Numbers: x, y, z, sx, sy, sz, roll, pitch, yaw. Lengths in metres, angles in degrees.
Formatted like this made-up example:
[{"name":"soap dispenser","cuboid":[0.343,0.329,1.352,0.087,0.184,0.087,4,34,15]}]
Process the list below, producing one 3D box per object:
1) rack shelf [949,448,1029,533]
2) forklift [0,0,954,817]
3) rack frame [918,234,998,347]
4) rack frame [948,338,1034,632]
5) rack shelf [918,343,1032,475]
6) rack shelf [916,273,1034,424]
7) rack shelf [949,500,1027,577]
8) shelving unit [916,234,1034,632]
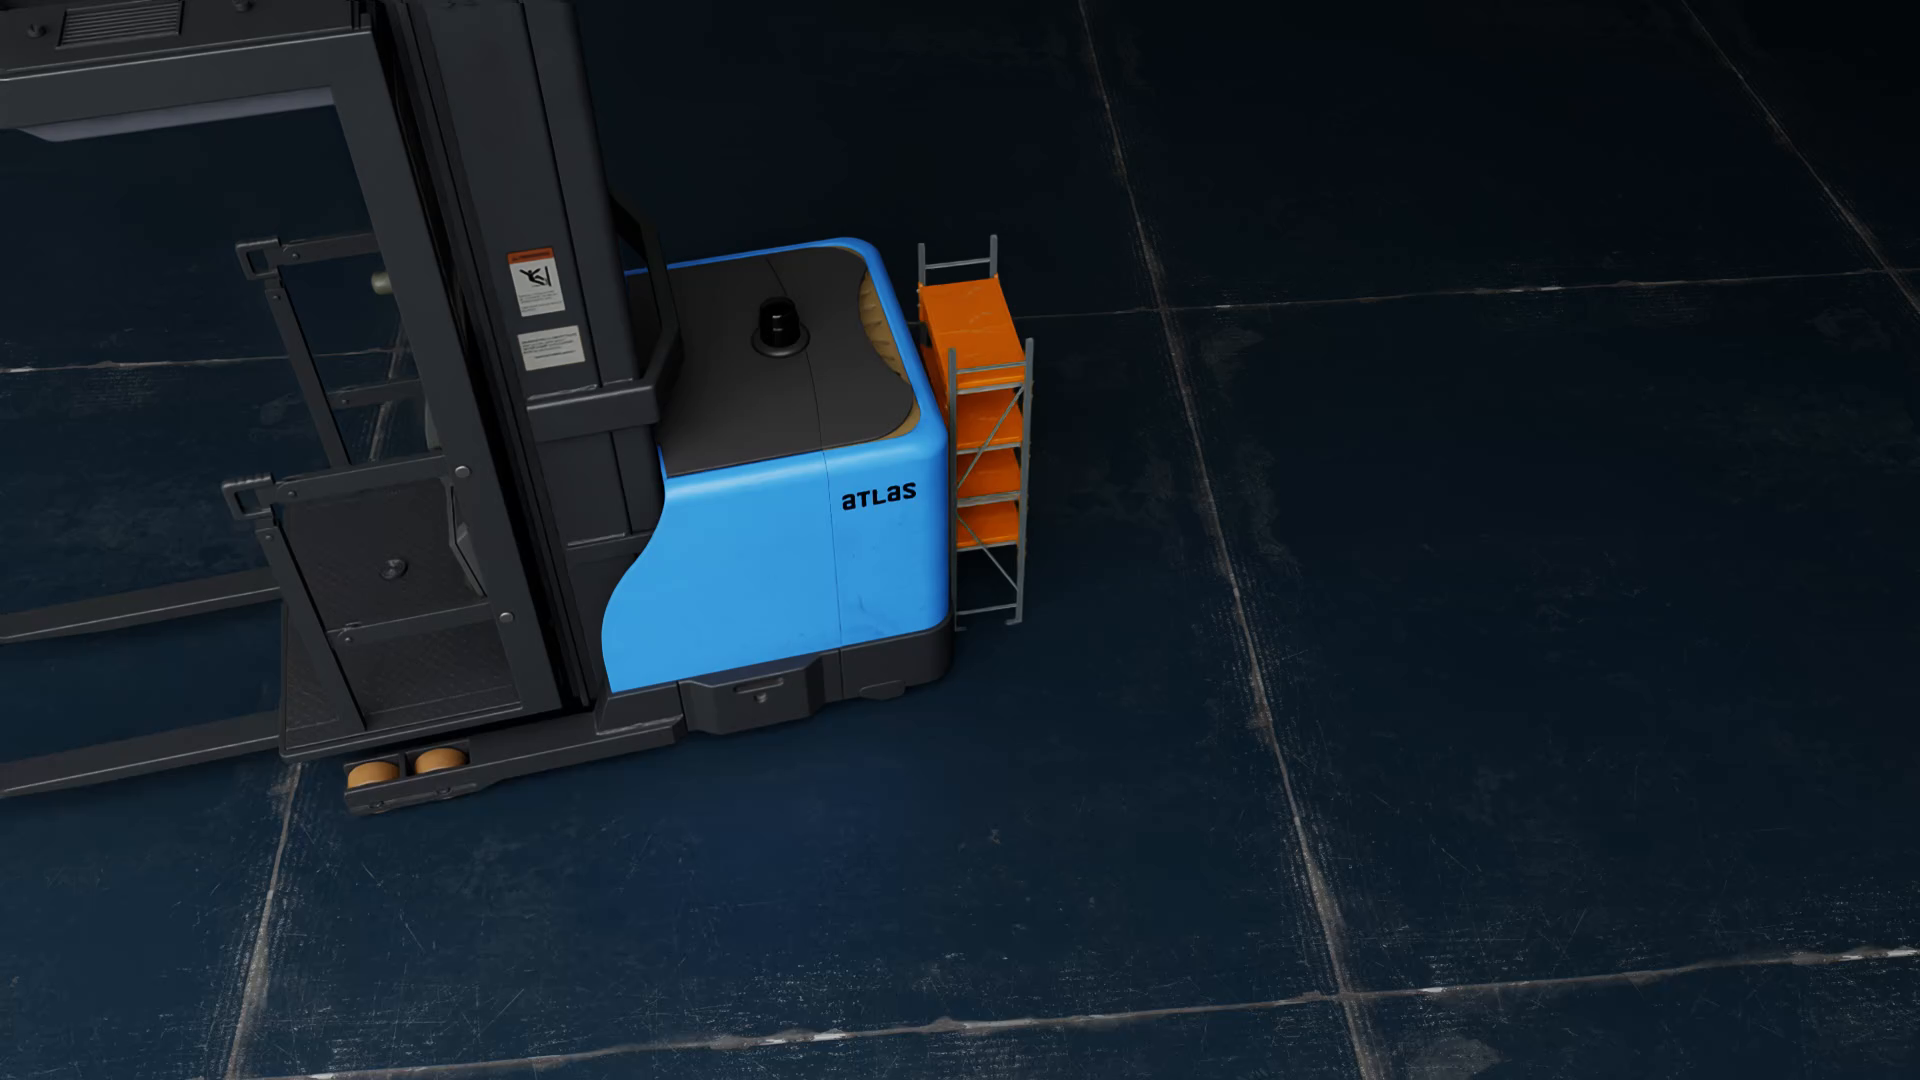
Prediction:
[{"name":"rack shelf","cuboid":[0.040,-0.257,5.260,0.258,0.148,0.480,-8,47,-8]},{"name":"forklift","cuboid":[-1.594,-0.618,4.316,3.031,2.935,1.130,-11,48,-10]},{"name":"rack frame","cuboid":[-0.007,-0.477,5.376,0.240,1.200,0.015,-8,47,-8]},{"name":"rack frame","cuboid":[0.086,-0.130,5.046,0.240,1.200,0.015,-8,47,-8]},{"name":"rack shelf","cuboid":[0.040,-0.411,5.097,0.258,0.148,0.480,-8,47,-8]},{"name":"rack shelf","cuboid":[0.040,-0.574,4.926,0.258,0.148,0.480,-8,47,-8]},{"name":"rack shelf","cuboid":[0.040,-0.121,5.404,0.258,0.148,0.480,-8,47,-8]},{"name":"shelving unit","cuboid":[0.040,-0.303,5.211,0.258,1.200,0.503,-8,47,-8]}]
